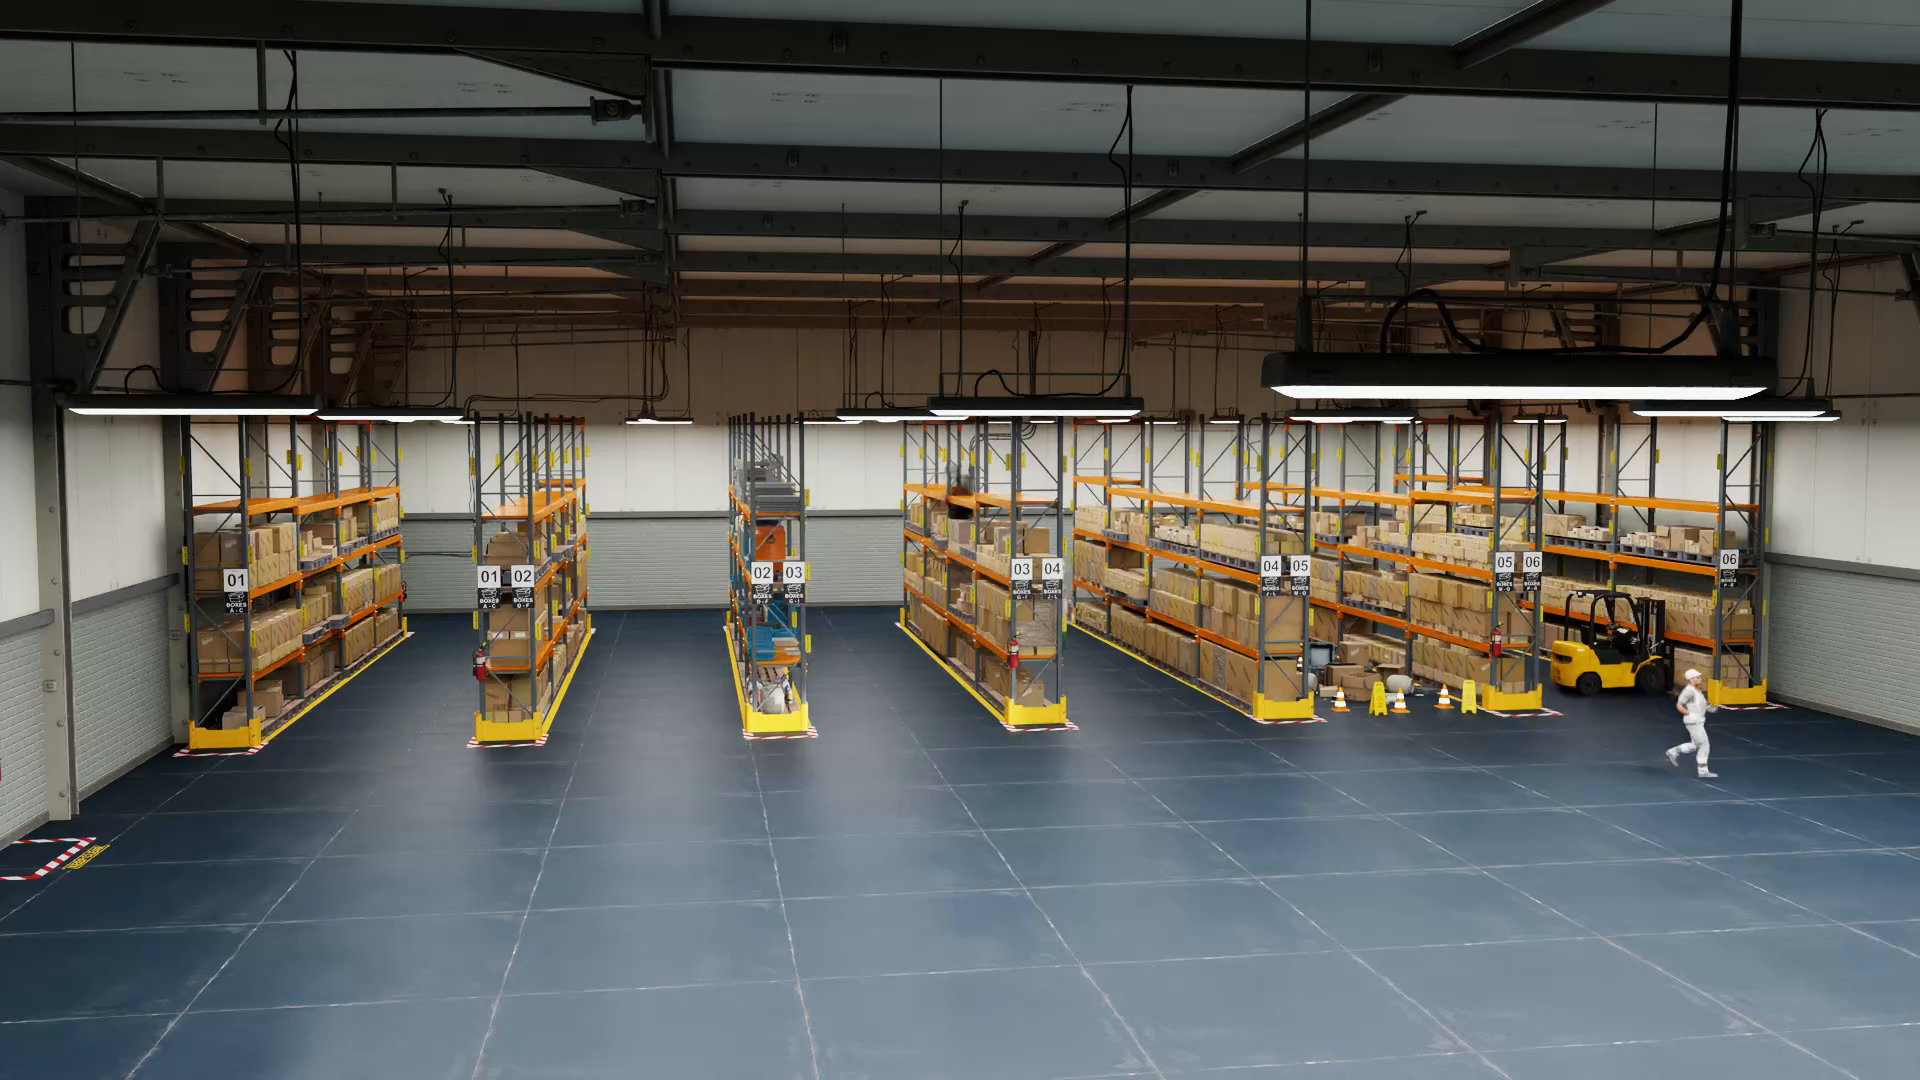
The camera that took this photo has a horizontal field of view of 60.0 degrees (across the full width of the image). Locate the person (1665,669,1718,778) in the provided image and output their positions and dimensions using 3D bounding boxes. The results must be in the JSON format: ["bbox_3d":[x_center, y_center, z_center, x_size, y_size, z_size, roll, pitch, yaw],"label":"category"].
[{"bbox_3d":[11.987,2.994,27.226,0.849,1.758,0.668,3,5,37],"label":"person"}]

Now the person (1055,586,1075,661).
[{"bbox_3d":[2.359,1.939,38.483,0.668,1.768,0.551,-1,4,-14],"label":"person"}]

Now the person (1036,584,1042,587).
[{"bbox_3d":[2.081,1.636,47.980,0.627,1.688,0.805,1,4,19],"label":"person"}]
